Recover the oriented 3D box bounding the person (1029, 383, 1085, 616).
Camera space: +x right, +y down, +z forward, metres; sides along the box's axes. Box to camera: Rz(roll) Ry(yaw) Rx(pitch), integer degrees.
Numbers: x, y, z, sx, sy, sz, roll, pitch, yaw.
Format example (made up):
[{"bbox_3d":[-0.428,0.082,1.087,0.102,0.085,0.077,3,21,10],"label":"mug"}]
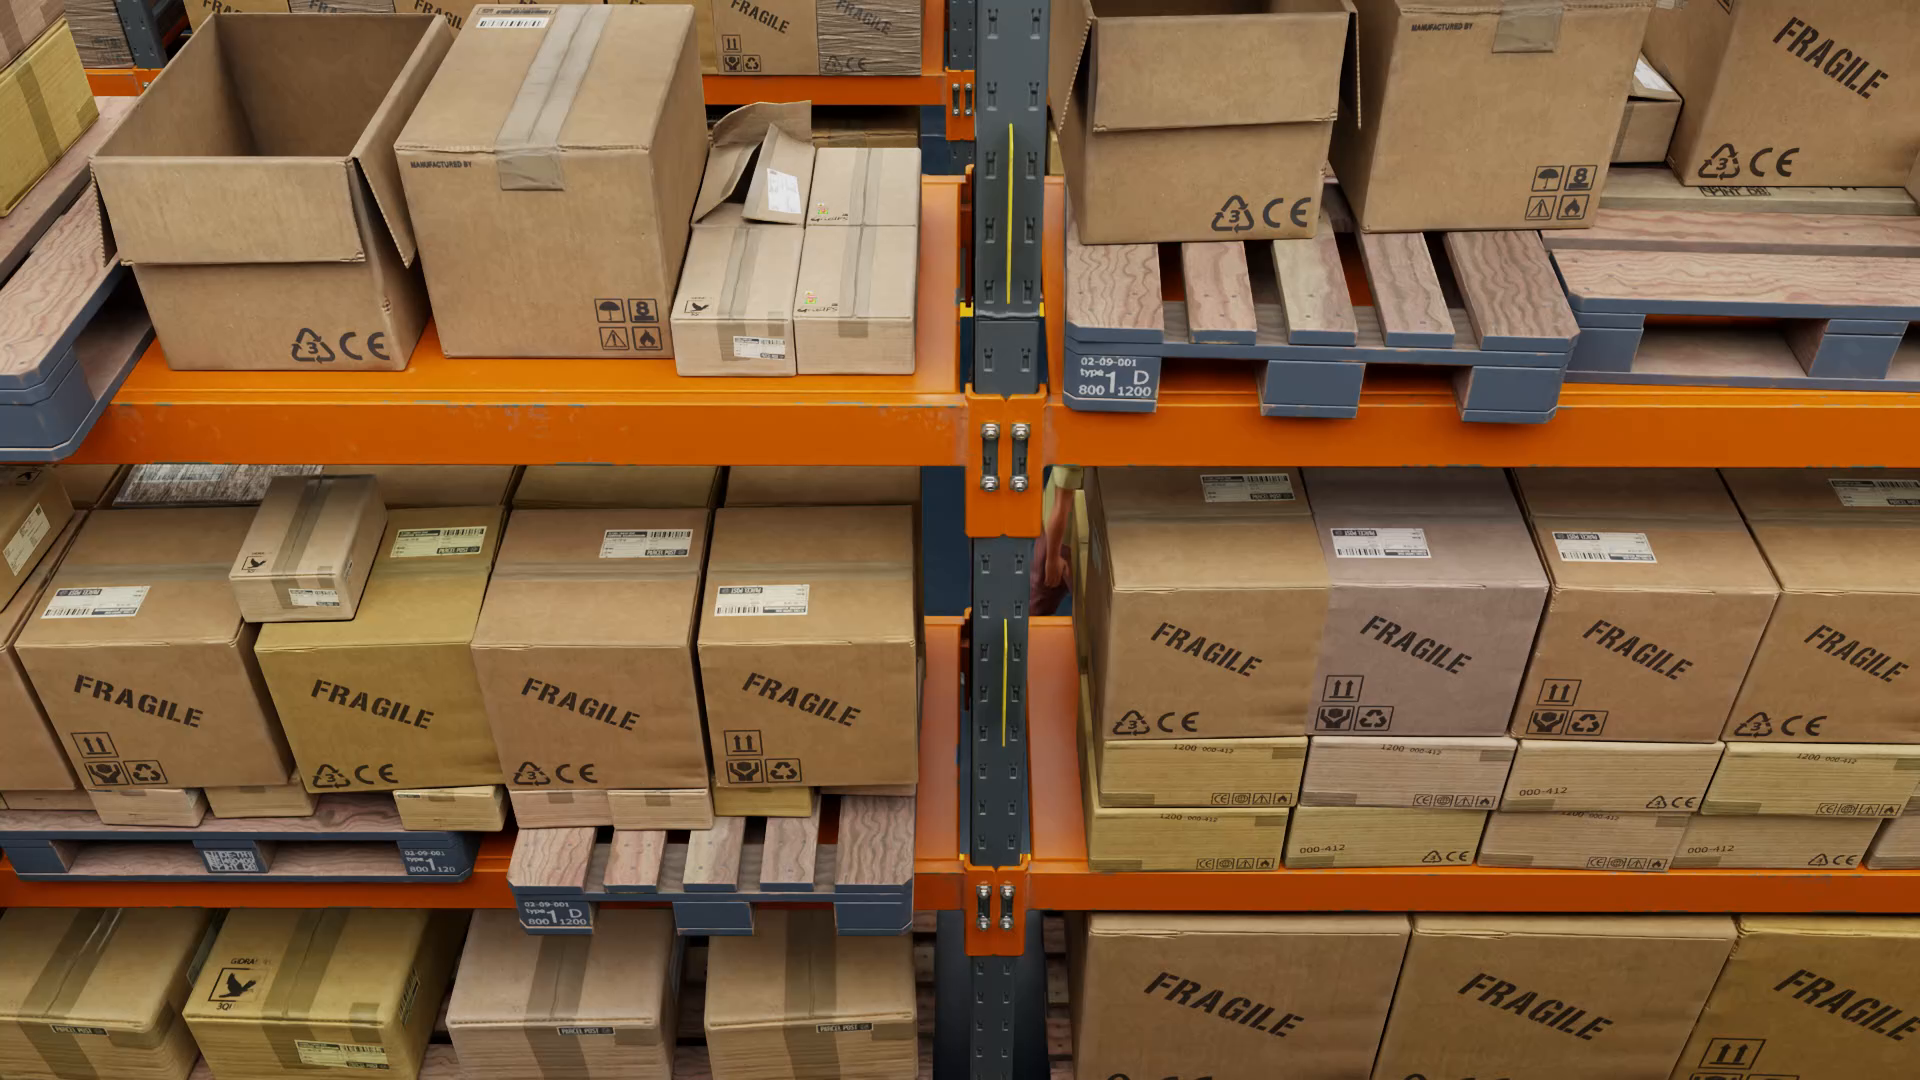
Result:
[{"bbox_3d":[0.488,-0.063,6.227,0.658,1.659,0.444,-4,40,-5],"label":"person"}]
